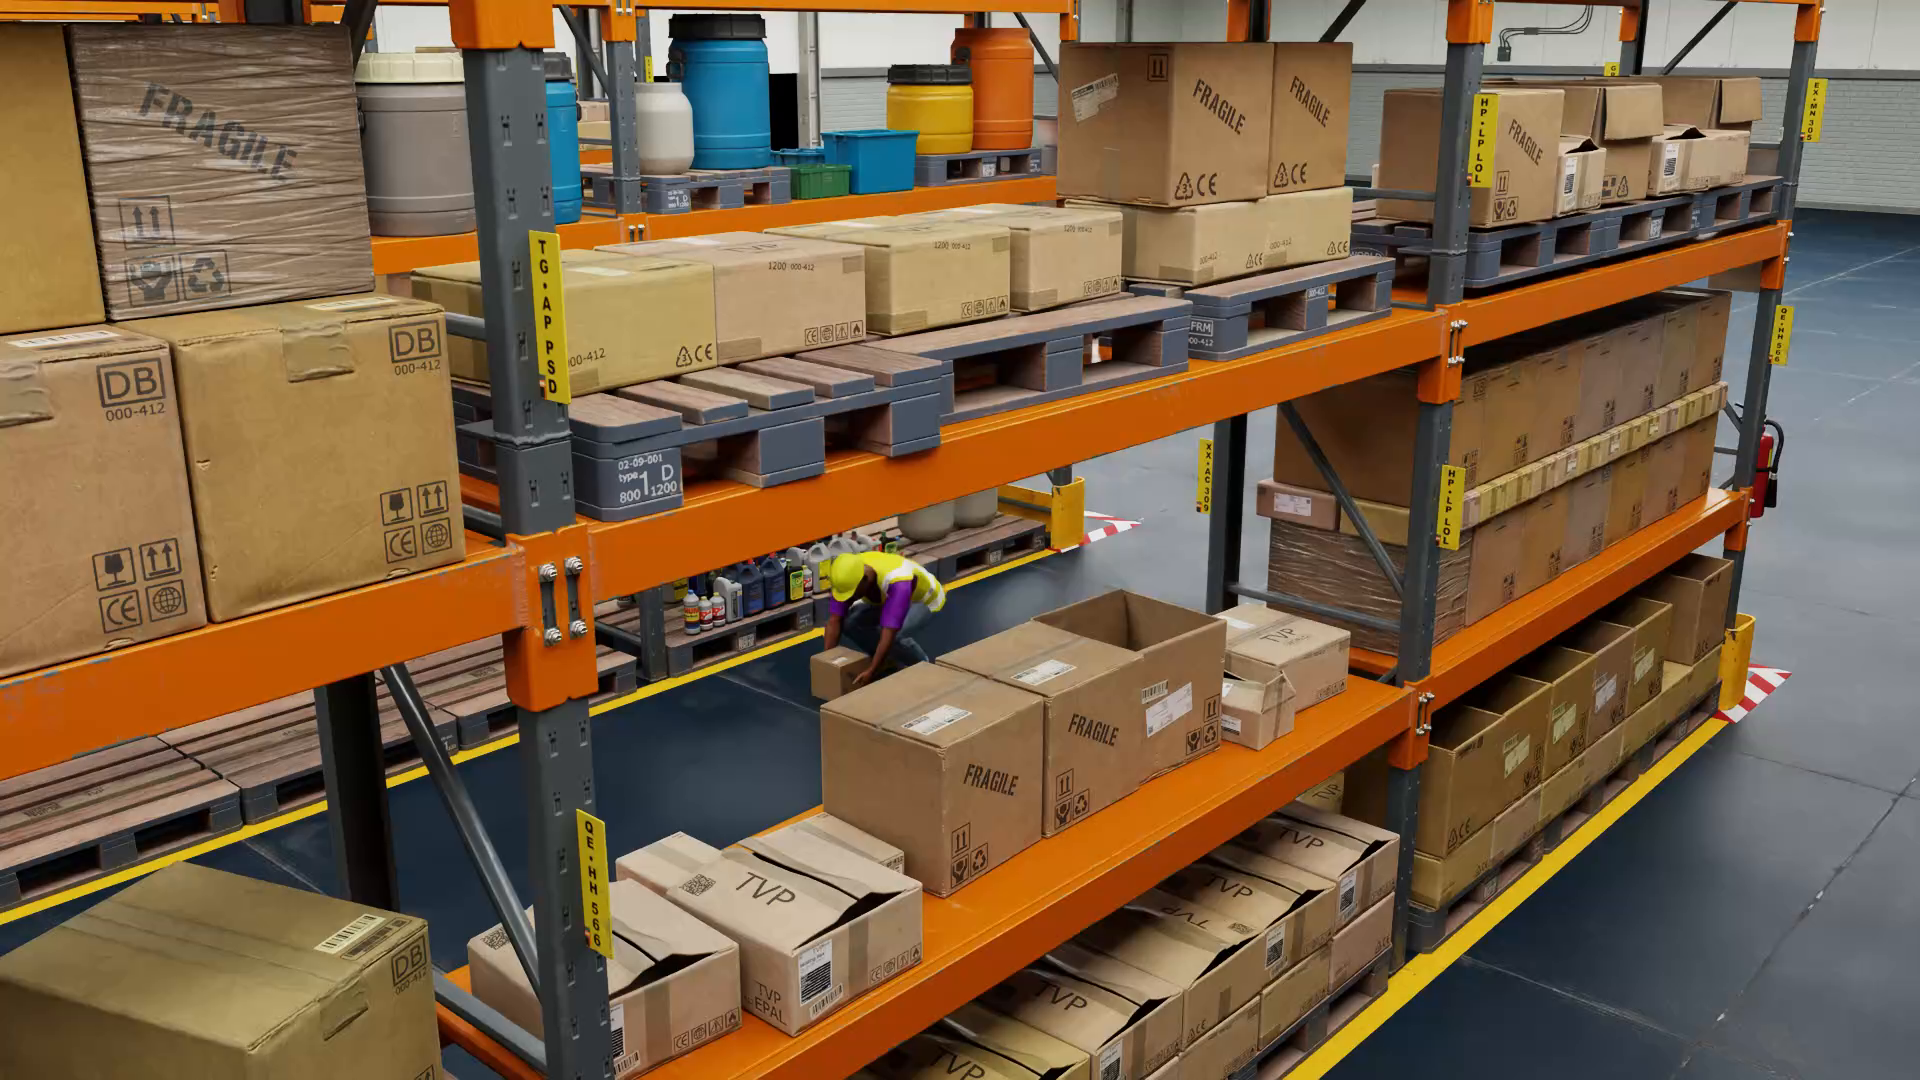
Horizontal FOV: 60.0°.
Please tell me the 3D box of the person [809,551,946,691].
[{"bbox_3d":[-0.456,0.434,10.069,0.561,0.902,0.896,15,22,40],"label":"person"}]
